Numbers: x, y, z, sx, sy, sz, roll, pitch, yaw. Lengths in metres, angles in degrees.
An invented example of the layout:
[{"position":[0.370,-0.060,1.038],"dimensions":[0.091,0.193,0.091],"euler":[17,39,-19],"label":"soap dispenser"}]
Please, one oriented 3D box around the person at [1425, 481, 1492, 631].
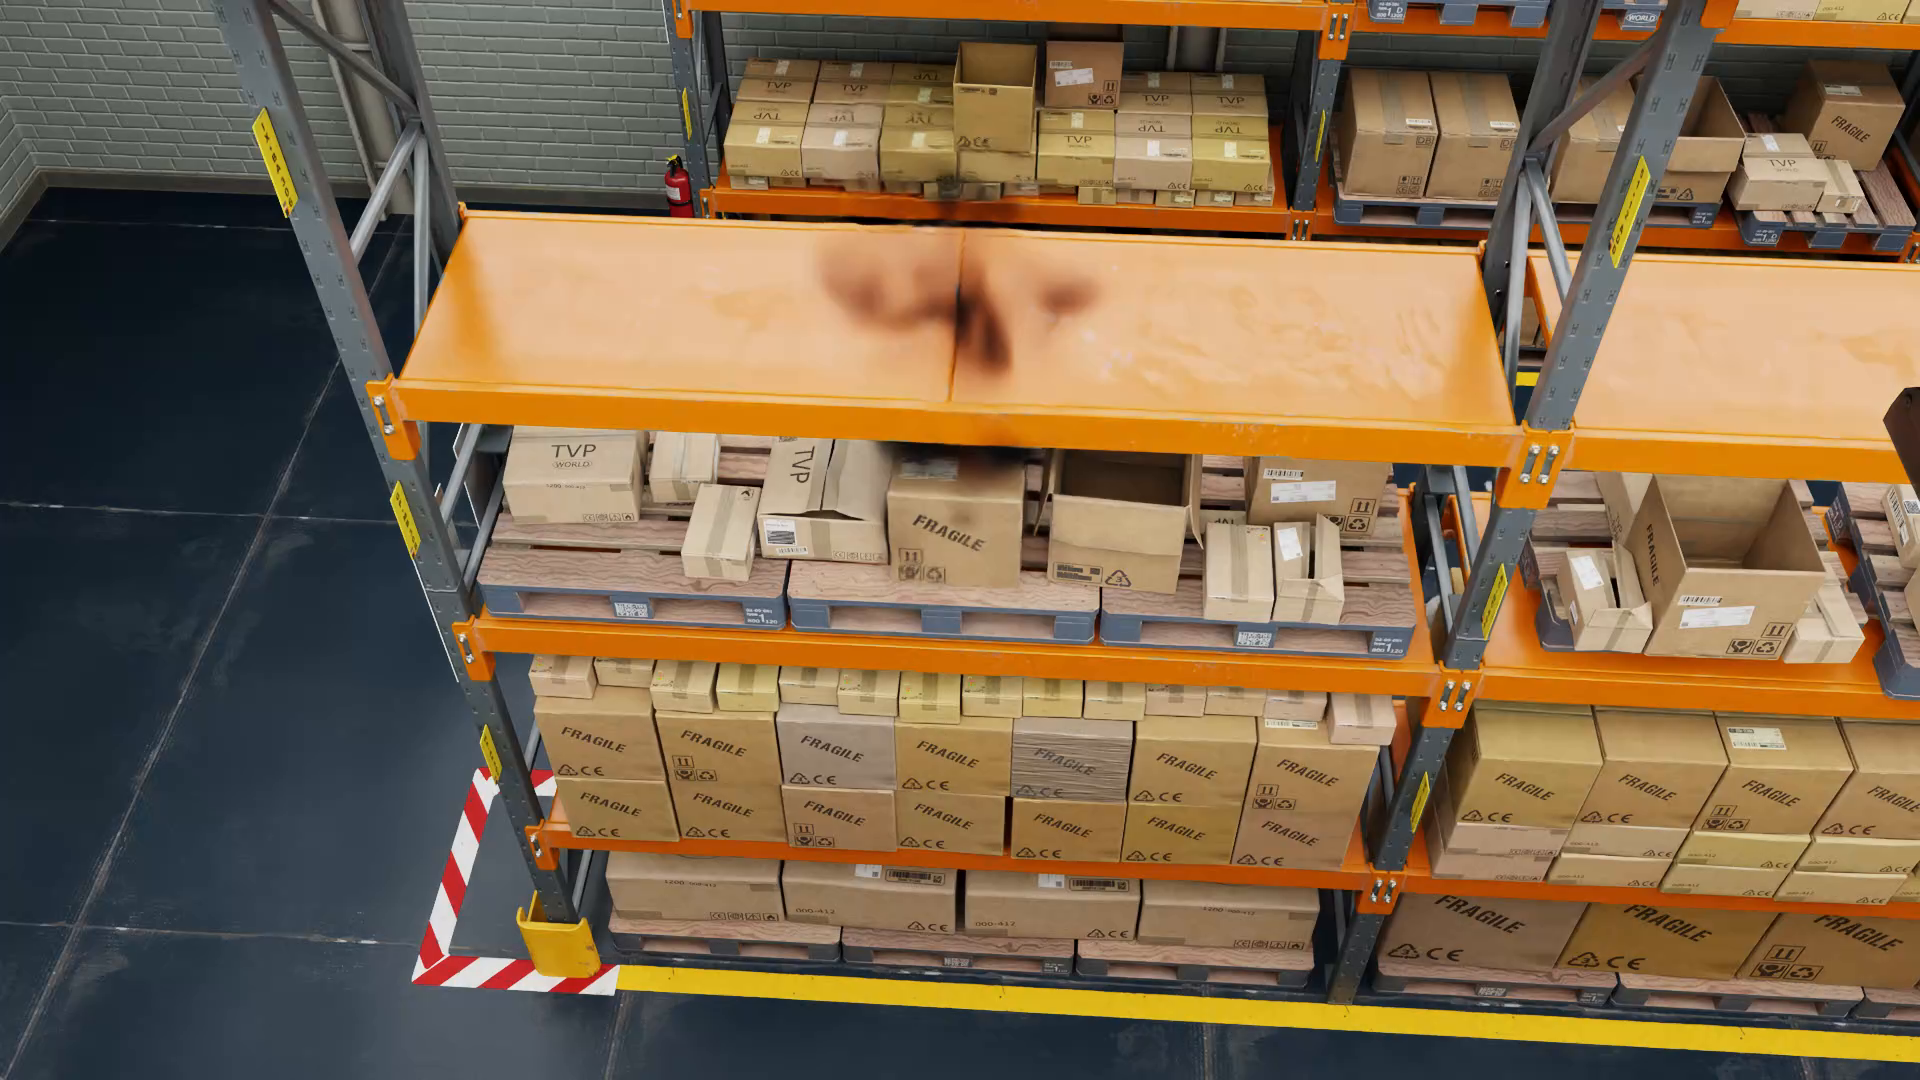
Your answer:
[{"position":[2.970,0.184,9.304],"dimensions":[0.759,1.545,0.589],"euler":[3,48,2],"label":"person"}]
